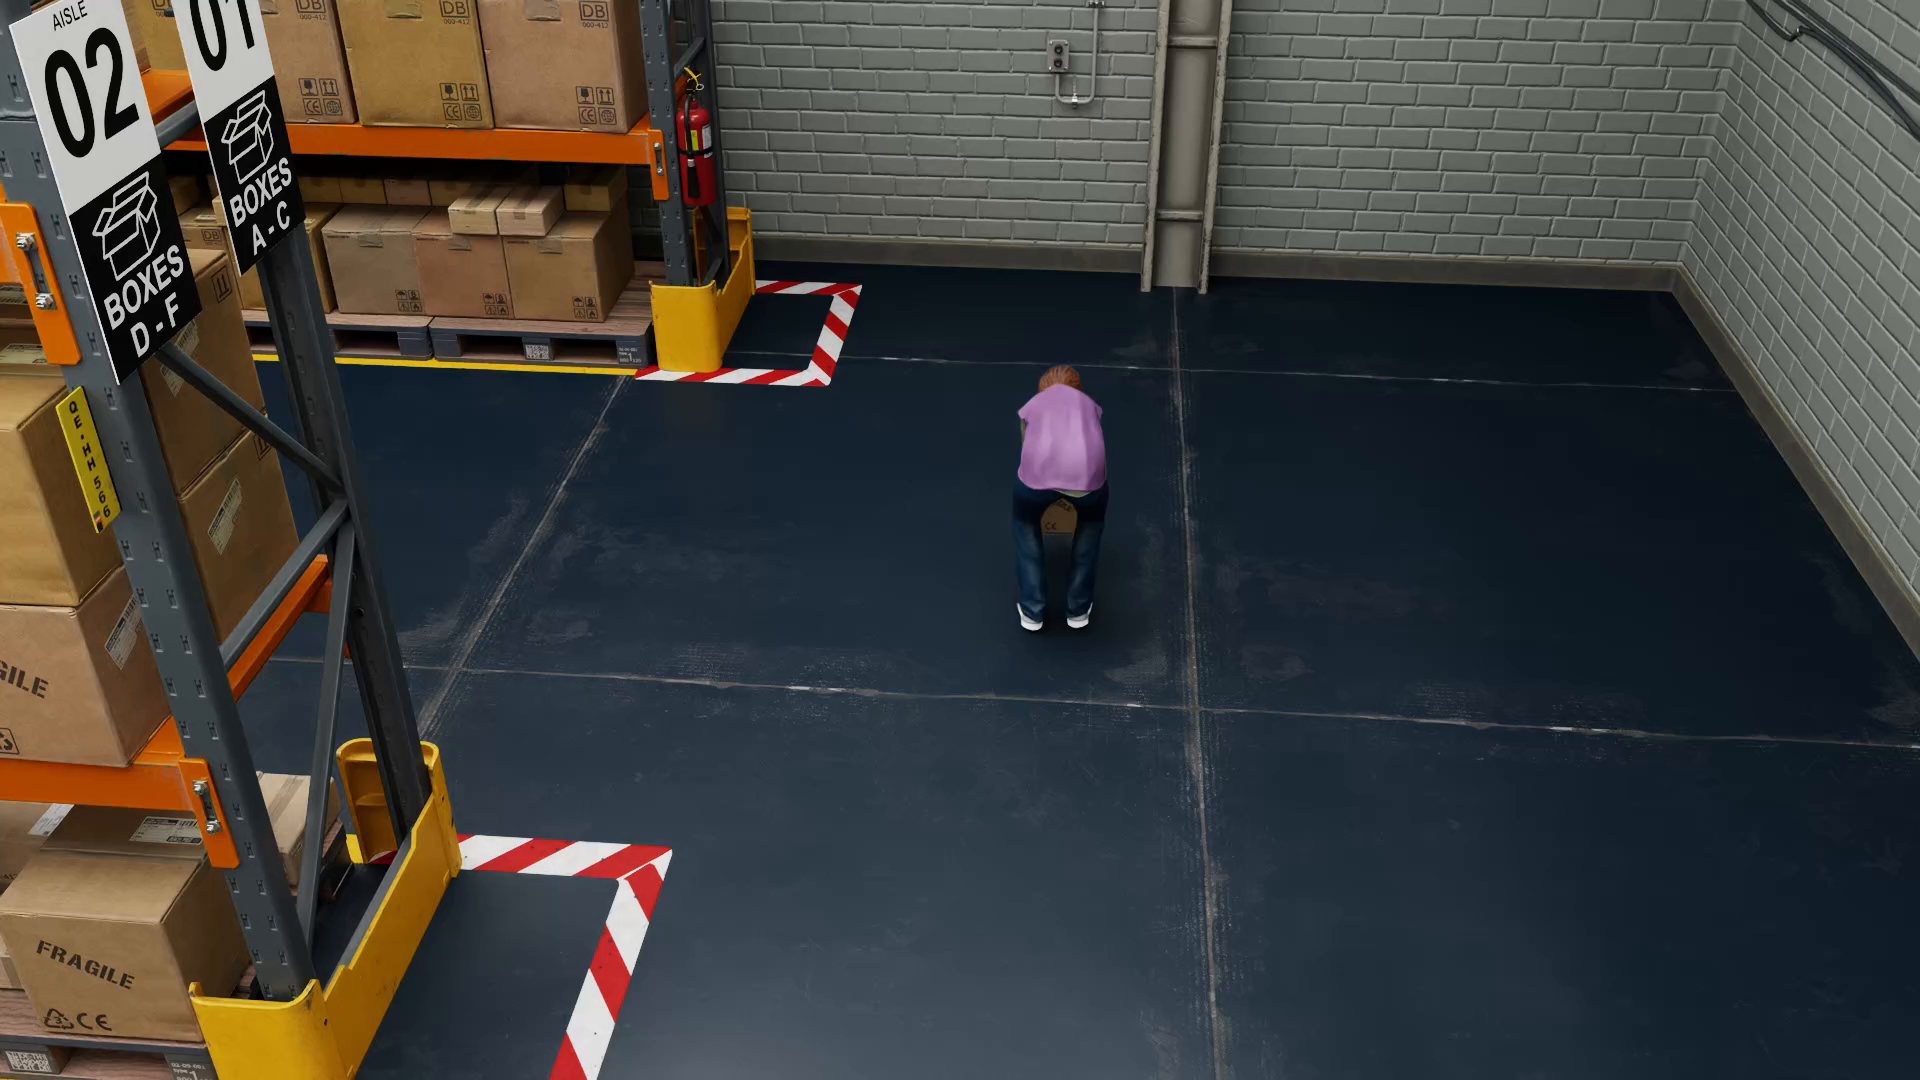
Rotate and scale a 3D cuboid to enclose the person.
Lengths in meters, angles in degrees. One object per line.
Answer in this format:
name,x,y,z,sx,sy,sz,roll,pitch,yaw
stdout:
person,0.394,-0.324,6.660,0.471,1.590,0.348,1,32,2
